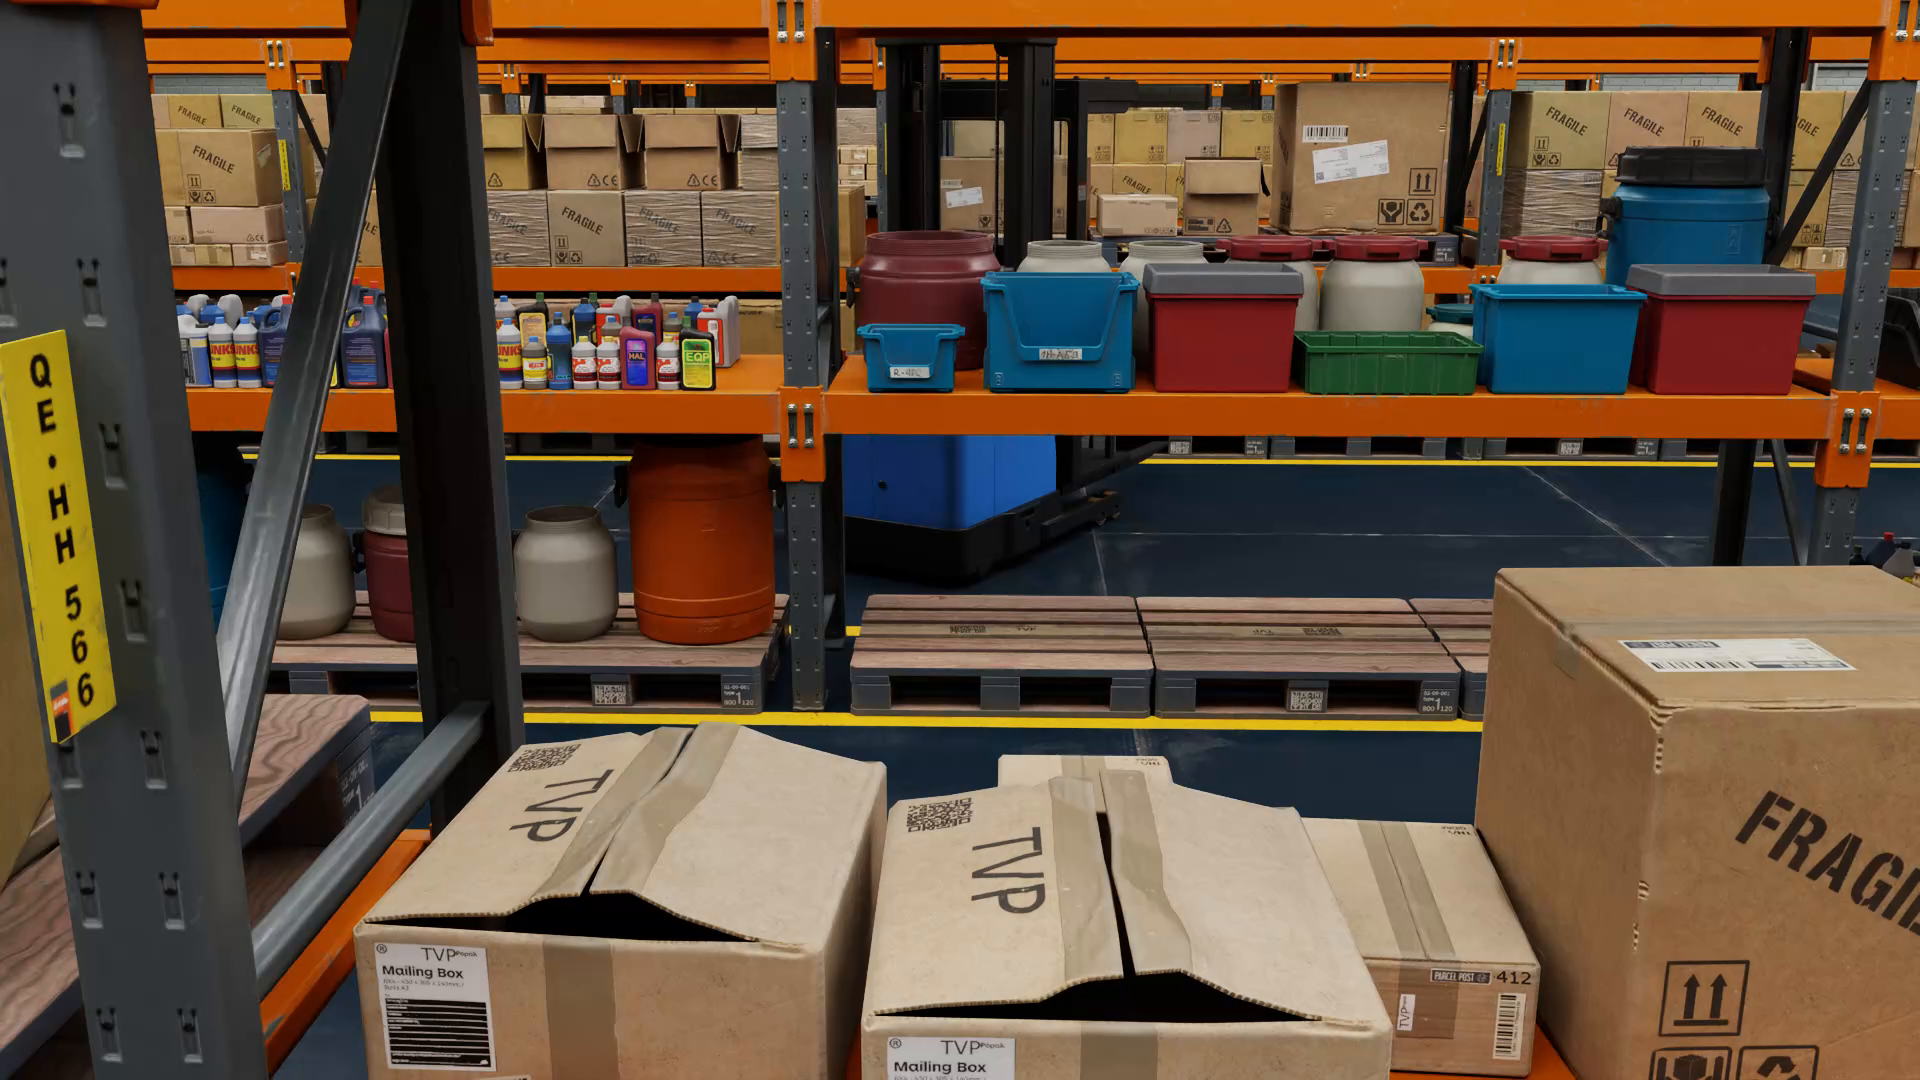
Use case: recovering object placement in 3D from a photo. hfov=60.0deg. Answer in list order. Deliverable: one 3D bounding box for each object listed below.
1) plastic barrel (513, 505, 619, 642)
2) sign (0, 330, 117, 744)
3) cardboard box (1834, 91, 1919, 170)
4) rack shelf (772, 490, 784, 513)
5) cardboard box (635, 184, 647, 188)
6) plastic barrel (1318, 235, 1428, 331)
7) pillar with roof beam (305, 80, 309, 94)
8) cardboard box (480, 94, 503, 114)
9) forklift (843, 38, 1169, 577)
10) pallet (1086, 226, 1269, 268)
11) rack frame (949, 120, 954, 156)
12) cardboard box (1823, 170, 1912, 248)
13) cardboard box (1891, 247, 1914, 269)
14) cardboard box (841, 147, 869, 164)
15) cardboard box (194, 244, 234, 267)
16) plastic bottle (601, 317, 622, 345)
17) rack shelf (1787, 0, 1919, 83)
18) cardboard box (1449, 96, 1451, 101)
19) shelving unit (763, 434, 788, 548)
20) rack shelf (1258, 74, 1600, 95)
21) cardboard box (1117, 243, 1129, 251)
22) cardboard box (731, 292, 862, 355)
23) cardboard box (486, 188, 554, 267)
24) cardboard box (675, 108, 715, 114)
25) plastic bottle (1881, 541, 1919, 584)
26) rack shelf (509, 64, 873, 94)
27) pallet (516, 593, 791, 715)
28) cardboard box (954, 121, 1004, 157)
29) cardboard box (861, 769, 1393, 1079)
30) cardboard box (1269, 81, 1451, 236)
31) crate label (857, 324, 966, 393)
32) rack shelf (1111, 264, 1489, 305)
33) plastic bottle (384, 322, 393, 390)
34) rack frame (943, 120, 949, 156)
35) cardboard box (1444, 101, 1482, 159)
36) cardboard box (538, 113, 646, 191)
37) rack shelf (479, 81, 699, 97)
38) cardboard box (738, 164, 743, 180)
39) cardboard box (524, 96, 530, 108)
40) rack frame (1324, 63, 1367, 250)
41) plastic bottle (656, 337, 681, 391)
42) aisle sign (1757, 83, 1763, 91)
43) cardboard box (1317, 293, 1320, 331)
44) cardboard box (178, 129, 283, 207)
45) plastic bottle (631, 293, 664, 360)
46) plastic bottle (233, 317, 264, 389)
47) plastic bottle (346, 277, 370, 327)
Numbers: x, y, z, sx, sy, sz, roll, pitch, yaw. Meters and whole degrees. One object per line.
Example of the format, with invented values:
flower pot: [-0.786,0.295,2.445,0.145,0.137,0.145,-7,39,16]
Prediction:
plastic barrel: [-1.655,0.137,6.994,0.421,0.512,0.421,0,15,0]
sign: [-0.734,-0.003,1.357,0.005,0.325,0.100,0,15,1]
cardboard box: [5.969,-2.716,11.015,0.500,0.500,0.500,0,15,1]
rack shelf: [-1.073,-0.216,9.230,0.200,0.077,0.258,-1,15,-3]
cardboard box: [-2.479,-2.276,11.891,0.500,0.500,0.500,0,15,2]
plastic barrel: [1.715,-0.990,6.945,0.433,0.535,0.433,0,15,0]
pillar with roof beam: [-10.876,-8.042,22.181,0.400,9.000,9.100,0,15,1]
cardboard box: [-4.720,-4.046,16.057,0.500,0.500,0.500,0,15,-1]
forklift: [0.316,-1.554,9.486,1.130,2.935,3.031,9,17,29]
pallet: [1.507,-2.051,11.610,1.213,0.211,1.003,0,15,1]
rack frame: [-0.096,-5.939,25.972,0.127,3.000,1.000,0,15,1]
cardboard box: [5.974,-2.284,11.337,0.500,0.500,0.875,0,15,1]
cardboard box: [6.235,-1.930,11.267,0.250,0.149,0.380,0,15,1]
cardboard box: [-0.997,-3.668,15.867,0.250,0.149,0.380,0,15,1]
cardboard box: [-5.042,-1.971,11.423,0.250,0.149,0.380,1,15,3]
plastic bottle: [-1.470,-0.843,7.046,0.097,0.201,0.097,0,15,0]
rack shelf: [5.399,-1.947,6.368,4.000,0.370,1.077,0,15,1]
cardboard box: [5.748,-5.266,20.679,0.500,0.500,0.700,0,15,1]
shelving unit: [-1.073,-0.422,9.176,0.210,0.900,0.258,-1,15,-3]
rack shelf: [5.779,-5.737,20.735,4.000,0.370,1.077,0,15,1]
cardboard box: [1.841,-3.591,21.397,0.625,0.372,0.950,1,15,3]
cardboard box: [-1.162,-1.332,11.850,0.875,0.875,1.225,0,15,-1]
cardboard box: [-3.015,-2.147,11.404,0.500,0.500,0.500,0,15,0]
cardboard box: [-3.276,-5.159,20.858,0.500,0.500,0.500,0,15,1]
plastic bottle: [4.047,0.178,7.114,0.185,0.351,0.144,0,15,1]
rack shelf: [-2.244,-4.526,16.145,4.000,0.370,1.077,0,15,1]
pallet: [-1.388,0.471,7.142,1.213,0.211,1.003,0,15,1]
cardboard box: [0.204,-3.937,16.226,0.500,0.500,0.700,0,15,1]
cardboard box: [0.160,0.478,1.822,0.500,0.311,0.500,0,15,1]
cardboard box: [2.736,-2.654,11.521,1.000,1.000,1.000,0,15,2]
crate label: [-0.187,-0.704,6.456,0.416,0.233,0.303,0,15,1]
rack shelf: [1.527,-1.785,11.637,4.000,0.370,1.077,0,15,1]
plastic bottle: [-2.157,-0.728,6.448,0.133,0.283,0.061,0,15,1]
rack frame: [-0.219,-4.673,21.174,0.127,3.000,1.000,0,15,1]
cardboard box: [4.675,-3.994,16.188,0.550,0.550,0.875,0,15,1]
cardboard box: [-2.525,-2.696,11.517,0.637,0.503,0.797,1,15,3]
rack shelf: [-6.094,-7.081,25.829,4.000,0.370,1.077,0,15,1]
cardboard box: [-2.040,-3.531,15.929,0.250,0.149,0.380,1,15,3]
cardboard box: [-5.297,-5.496,20.866,0.250,0.149,0.380,0,15,1]
rack frame: [3.754,-3.384,16.288,0.127,3.000,1.000,0,15,1]
plastic bottle: [-1.129,-0.686,6.451,0.097,0.201,0.097,0,15,0]
aisle sign: [7.831,-4.691,16.146,0.004,0.787,0.394,0,15,1]
cardboard box: [3.131,-2.481,16.450,0.750,0.750,1.050,0,15,1]
cardboard box: [-4.938,-2.541,11.332,0.500,0.500,0.500,1,15,3]
plastic bottle: [-1.351,-0.926,7.198,0.133,0.283,0.061,0,15,1]
plastic bottle: [-2.775,-0.731,6.483,0.097,0.271,0.097,0,15,0]
plastic bottle: [-2.569,-0.956,7.179,0.185,0.351,0.144,0,15,1]
